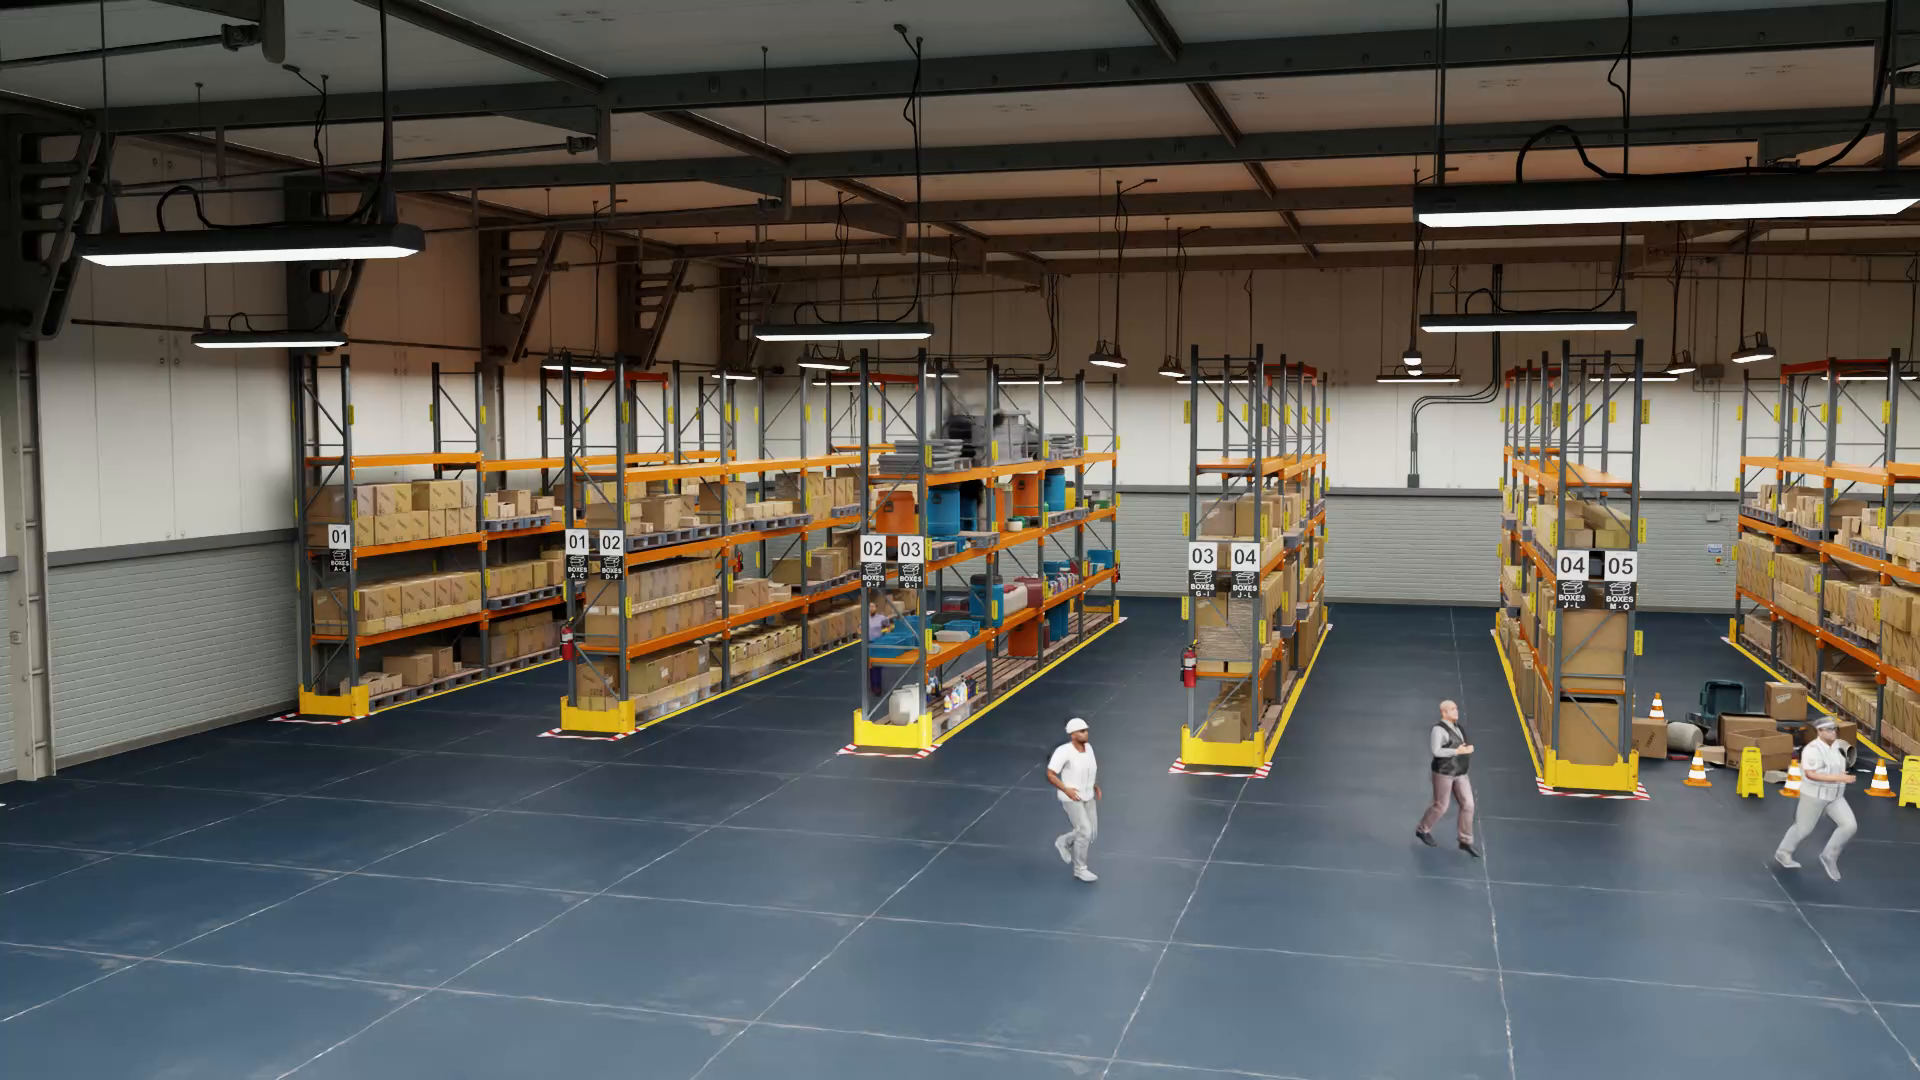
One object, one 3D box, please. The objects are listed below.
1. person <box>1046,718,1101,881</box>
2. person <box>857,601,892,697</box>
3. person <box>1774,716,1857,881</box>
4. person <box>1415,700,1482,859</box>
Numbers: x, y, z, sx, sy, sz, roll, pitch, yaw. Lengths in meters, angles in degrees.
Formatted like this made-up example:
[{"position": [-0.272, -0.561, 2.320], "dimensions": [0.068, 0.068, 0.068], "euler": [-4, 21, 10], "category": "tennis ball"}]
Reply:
[{"position": [1.228, 2.788, 18.021], "dimensions": [0.650, 1.737, 0.714], "euler": [4, 6, 43], "category": "person"}, {"position": [-1.535, 1.920, 29.378], "dimensions": [0.586, 1.676, 0.661], "euler": [1, 4, 8], "category": "person"}, {"position": [9.335, 2.774, 17.999], "dimensions": [0.674, 1.808, 0.896], "euler": [-2, 5, -22], "category": "person"}, {"position": [5.581, 2.704, 18.974], "dimensions": [0.646, 1.758, 0.808], "euler": [-3, 5, -35], "category": "person"}]
